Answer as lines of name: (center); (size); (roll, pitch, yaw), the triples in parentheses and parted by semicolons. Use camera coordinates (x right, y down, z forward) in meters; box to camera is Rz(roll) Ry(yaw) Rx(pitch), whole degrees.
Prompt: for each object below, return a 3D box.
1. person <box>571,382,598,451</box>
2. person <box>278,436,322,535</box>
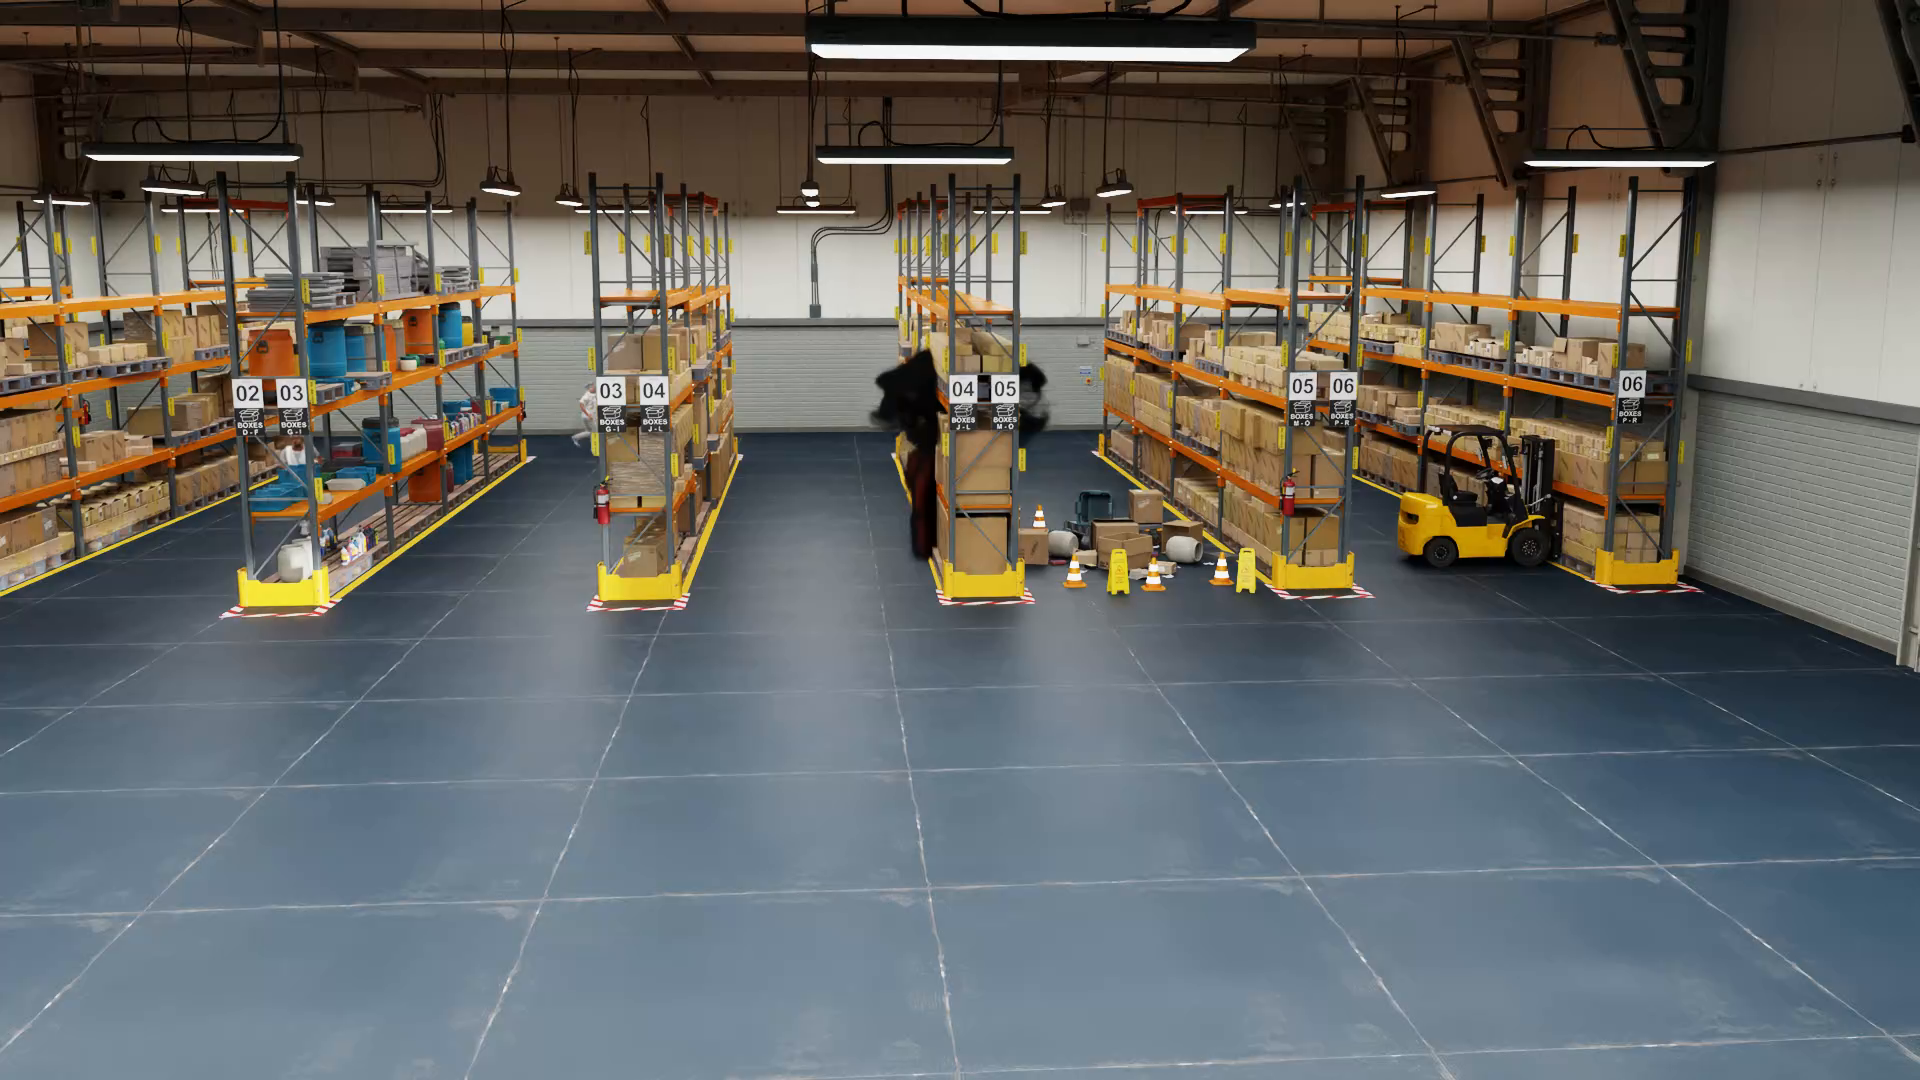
person: (-9.169, -3.020, 40.840); (0.848, 1.754, 0.646); (0, 10, 0)
person: (-11.668, -1.035, 29.438); (0.703, 1.832, 0.850); (-2, 10, -10)
